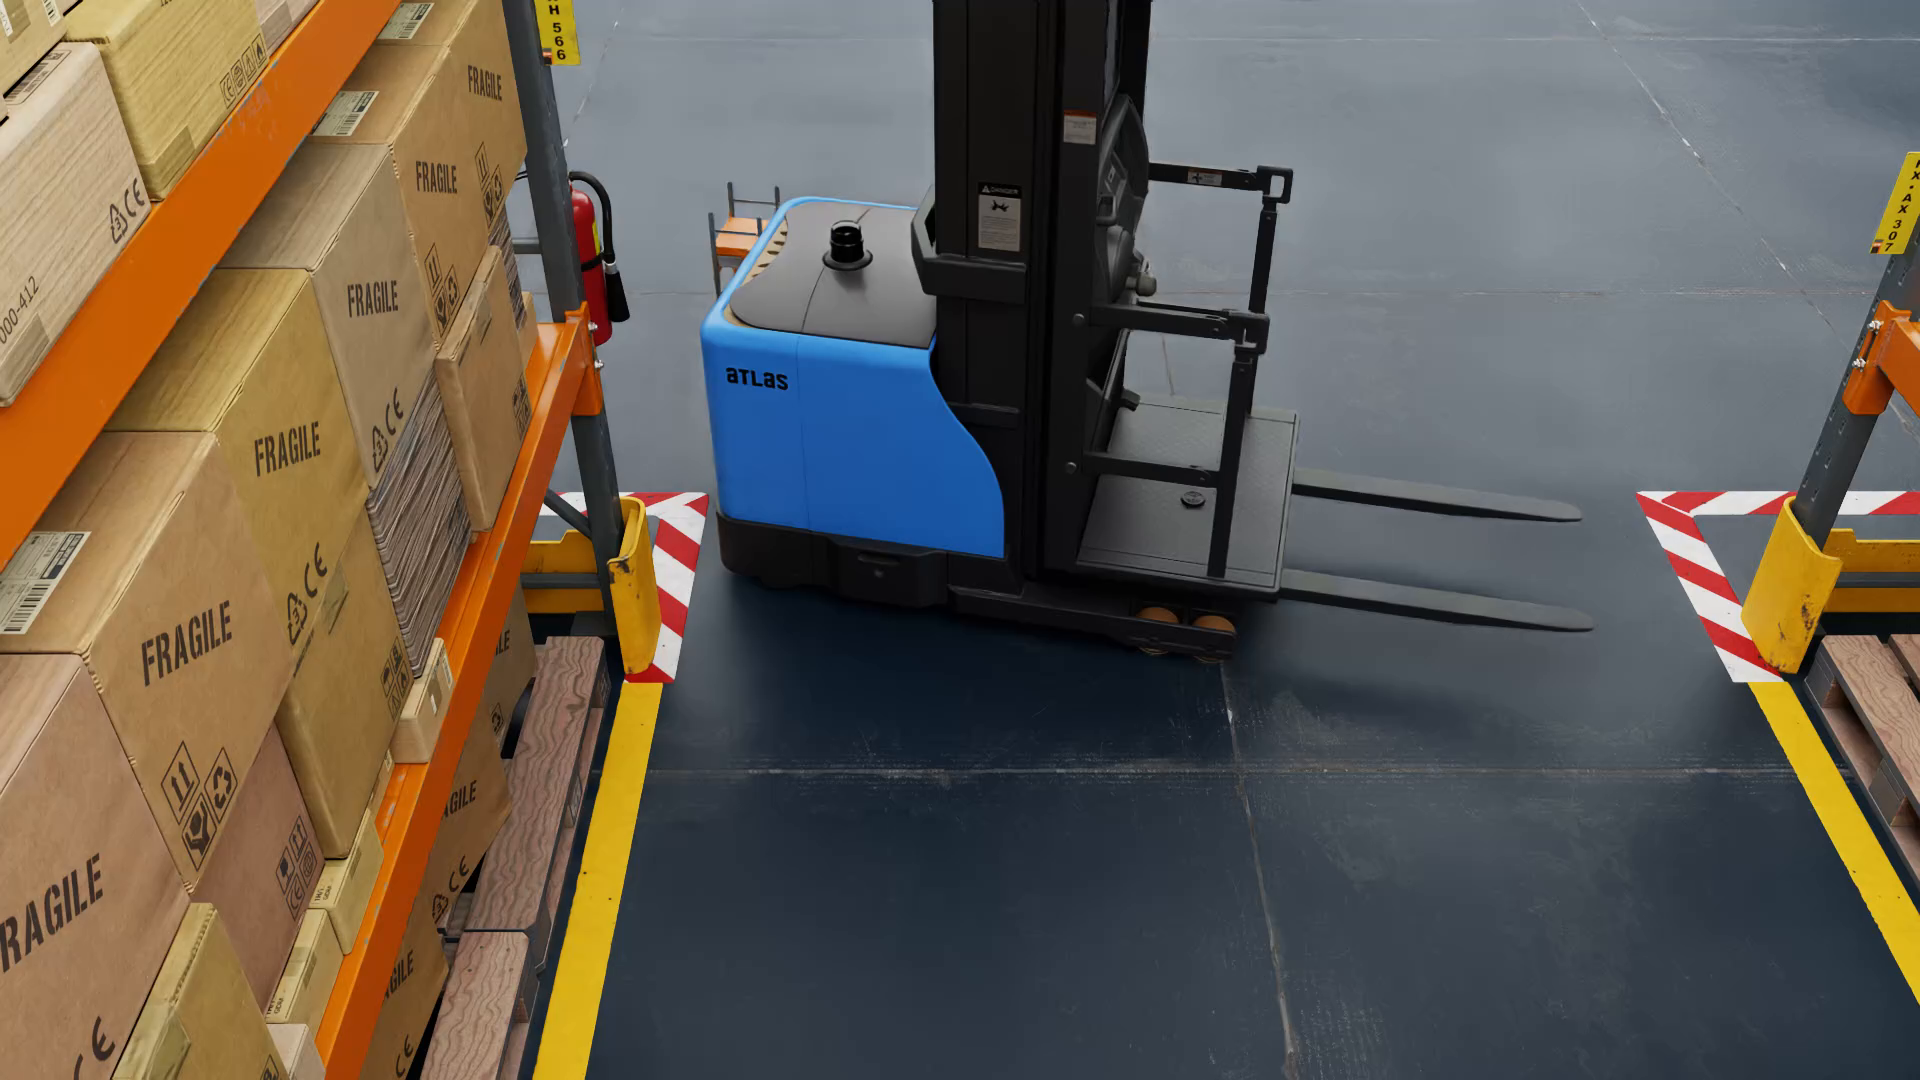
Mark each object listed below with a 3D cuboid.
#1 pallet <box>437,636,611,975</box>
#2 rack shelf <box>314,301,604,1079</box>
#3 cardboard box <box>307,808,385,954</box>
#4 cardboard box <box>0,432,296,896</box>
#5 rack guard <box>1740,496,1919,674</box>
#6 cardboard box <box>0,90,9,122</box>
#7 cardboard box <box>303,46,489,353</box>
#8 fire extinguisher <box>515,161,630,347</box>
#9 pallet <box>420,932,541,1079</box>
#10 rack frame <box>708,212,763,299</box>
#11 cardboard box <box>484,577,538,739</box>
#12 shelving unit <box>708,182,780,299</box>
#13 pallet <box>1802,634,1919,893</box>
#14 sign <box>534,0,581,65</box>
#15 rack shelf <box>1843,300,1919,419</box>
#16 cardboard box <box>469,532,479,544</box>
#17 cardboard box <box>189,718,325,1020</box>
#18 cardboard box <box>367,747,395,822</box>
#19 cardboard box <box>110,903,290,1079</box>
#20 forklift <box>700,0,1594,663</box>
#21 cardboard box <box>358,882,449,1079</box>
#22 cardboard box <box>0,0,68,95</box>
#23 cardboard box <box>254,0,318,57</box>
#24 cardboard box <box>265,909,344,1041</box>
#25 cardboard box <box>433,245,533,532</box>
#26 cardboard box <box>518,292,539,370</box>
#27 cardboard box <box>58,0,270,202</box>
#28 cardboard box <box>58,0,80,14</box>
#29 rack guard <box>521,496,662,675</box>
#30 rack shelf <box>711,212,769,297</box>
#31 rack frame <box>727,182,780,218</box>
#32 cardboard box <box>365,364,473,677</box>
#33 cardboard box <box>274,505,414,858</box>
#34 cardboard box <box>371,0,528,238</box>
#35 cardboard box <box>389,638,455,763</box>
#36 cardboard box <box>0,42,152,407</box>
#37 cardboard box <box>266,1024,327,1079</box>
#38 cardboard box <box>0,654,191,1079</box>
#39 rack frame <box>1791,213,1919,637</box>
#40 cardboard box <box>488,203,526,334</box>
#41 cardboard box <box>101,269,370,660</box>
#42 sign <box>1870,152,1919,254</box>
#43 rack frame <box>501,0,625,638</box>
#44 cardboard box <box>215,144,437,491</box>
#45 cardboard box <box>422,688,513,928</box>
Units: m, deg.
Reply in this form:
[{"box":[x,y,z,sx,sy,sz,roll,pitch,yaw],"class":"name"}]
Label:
[{"box":[-1.677,0.777,5.112,1.003,0.211,1.213,0,39,0],"class":"pallet"},{"box":[-1.641,0.665,3.597,1.077,0.370,4.000,0,39,0],"class":"rack shelf"},{"box":[-1.353,0.660,3.229,0.380,0.149,0.250,0,39,0],"class":"cardboard box"},{"box":[-1.387,0.183,2.506,0.500,0.500,0.500,0,39,0],"class":"cardboard box"},{"box":[3.357,0.153,5.660,1.175,0.500,0.348,0,39,0],"class":"rack guard"},{"box":[-1.335,-0.492,1.868,0.380,0.149,0.250,-1,39,-1],"class":"cardboard box"},{"box":[-1.389,-0.755,3.677,0.500,0.500,0.500,0,39,0],"class":"cardboard box"},{"box":[-1.182,-0.908,5.047,0.296,0.674,0.183,0,39,0],"class":"fire extinguisher"},{"box":[-1.679,1.538,4.162,1.003,0.211,1.213,0,39,0],"class":"pallet"},{"box":[-0.819,-0.772,6.373,0.200,1.050,0.008,6,39,8],"class":"rack frame"},{"box":[-1.659,0.335,5.096,0.500,0.500,0.500,7,39,8],"class":"cardboard box"},{"box":[-0.798,-0.847,6.467,0.215,1.050,0.252,6,39,8],"class":"shelving unit"},{"box":[3.353,0.773,5.116,1.003,0.211,1.213,0,39,0],"class":"pallet"},{"box":[-1.088,-1.430,4.457,0.100,0.325,0.005,0,39,0],"class":"sign"},{"box":[3.312,0.661,3.602,1.077,0.370,4.000,0,39,0],"class":"rack shelf"},{"box":[-1.400,-0.122,4.204,0.380,0.149,0.250,0,39,0],"class":"cardboard box"},{"box":[-1.644,0.573,2.819,0.875,0.500,0.500,0,39,0],"class":"cardboard box"},{"box":[-1.399,0.504,3.424,0.380,0.149,0.250,0,39,0],"class":"cardboard box"},{"box":[-1.542,0.886,2.429,0.875,0.500,0.500,0,39,0],"class":"cardboard box"},{"box":[0.703,-1.087,5.262,3.031,2.935,1.130,8,39,10],"class":"forklift"},{"box":[-1.642,1.101,4.141,0.500,0.500,0.500,3,39,4],"class":"cardboard box"},{"box":[-1.370,-0.652,2.067,0.380,0.149,0.250,-1,39,-1],"class":"cardboard box"},{"box":[-1.393,-1.045,2.876,0.500,0.250,0.500,1,39,1],"class":"cardboard box"},{"box":[-1.364,0.816,3.033,0.380,0.149,0.250,0,39,0],"class":"cardboard box"},{"box":[-1.549,-0.365,3.989,0.875,0.500,0.500,0,39,0],"class":"cardboard box"},{"box":[-1.436,-0.591,4.789,0.380,0.149,0.250,0,39,0],"class":"cardboard box"},{"box":[-1.387,-0.730,2.484,0.500,0.250,0.500,-1,39,-1],"class":"cardboard box"},{"box":[-1.404,-0.813,2.268,0.380,0.149,0.250,1,39,1],"class":"cardboard box"},{"box":[-1.643,0.156,5.655,1.175,0.500,0.348,0,39,0],"class":"rack guard"},{"box":[-0.798,-1.060,6.296,0.215,0.259,0.240,6,39,8],"class":"rack shelf"},{"box":[-0.776,-0.922,6.561,0.200,1.050,0.008,6,39,8],"class":"rack frame"},{"box":[-1.592,-0.052,3.599,0.875,0.500,0.500,0,39,0],"class":"cardboard box"},{"box":[-1.603,0.260,3.209,0.875,0.500,0.500,0,39,0],"class":"cardboard box"},{"box":[-1.395,-1.068,4.067,0.500,0.500,0.500,0,39,0],"class":"cardboard box"},{"box":[-1.329,0.347,3.619,0.380,0.149,0.250,0,39,0],"class":"cardboard box"},{"box":[-1.378,-0.400,2.072,0.500,0.250,0.500,-1,39,-2],"class":"cardboard box"},{"box":[-1.322,0.973,2.838,0.380,0.149,0.250,0,39,0],"class":"cardboard box"},{"box":[-1.387,0.495,2.116,0.500,0.500,0.500,0,39,0],"class":"cardboard box"},{"box":[3.310,-0.870,4.937,1.000,3.000,0.127,0,39,0],"class":"rack frame"},{"box":[-1.670,-0.678,4.379,0.875,0.500,0.500,0,39,0],"class":"cardboard box"},{"box":[-1.399,-0.130,2.896,0.500,0.500,0.500,0,39,0],"class":"cardboard box"},{"box":[2.760,-0.981,4.854,0.100,0.325,0.005,0,39,0],"class":"sign"},{"box":[-1.643,-0.867,4.933,1.000,3.000,0.127,0,39,0],"class":"rack frame"},{"box":[-1.391,-0.443,3.287,0.500,0.500,0.500,0,39,0],"class":"cardboard box"},{"box":[-1.624,0.709,4.629,0.500,0.500,0.500,10,40,12],"class":"cardboard box"}]
